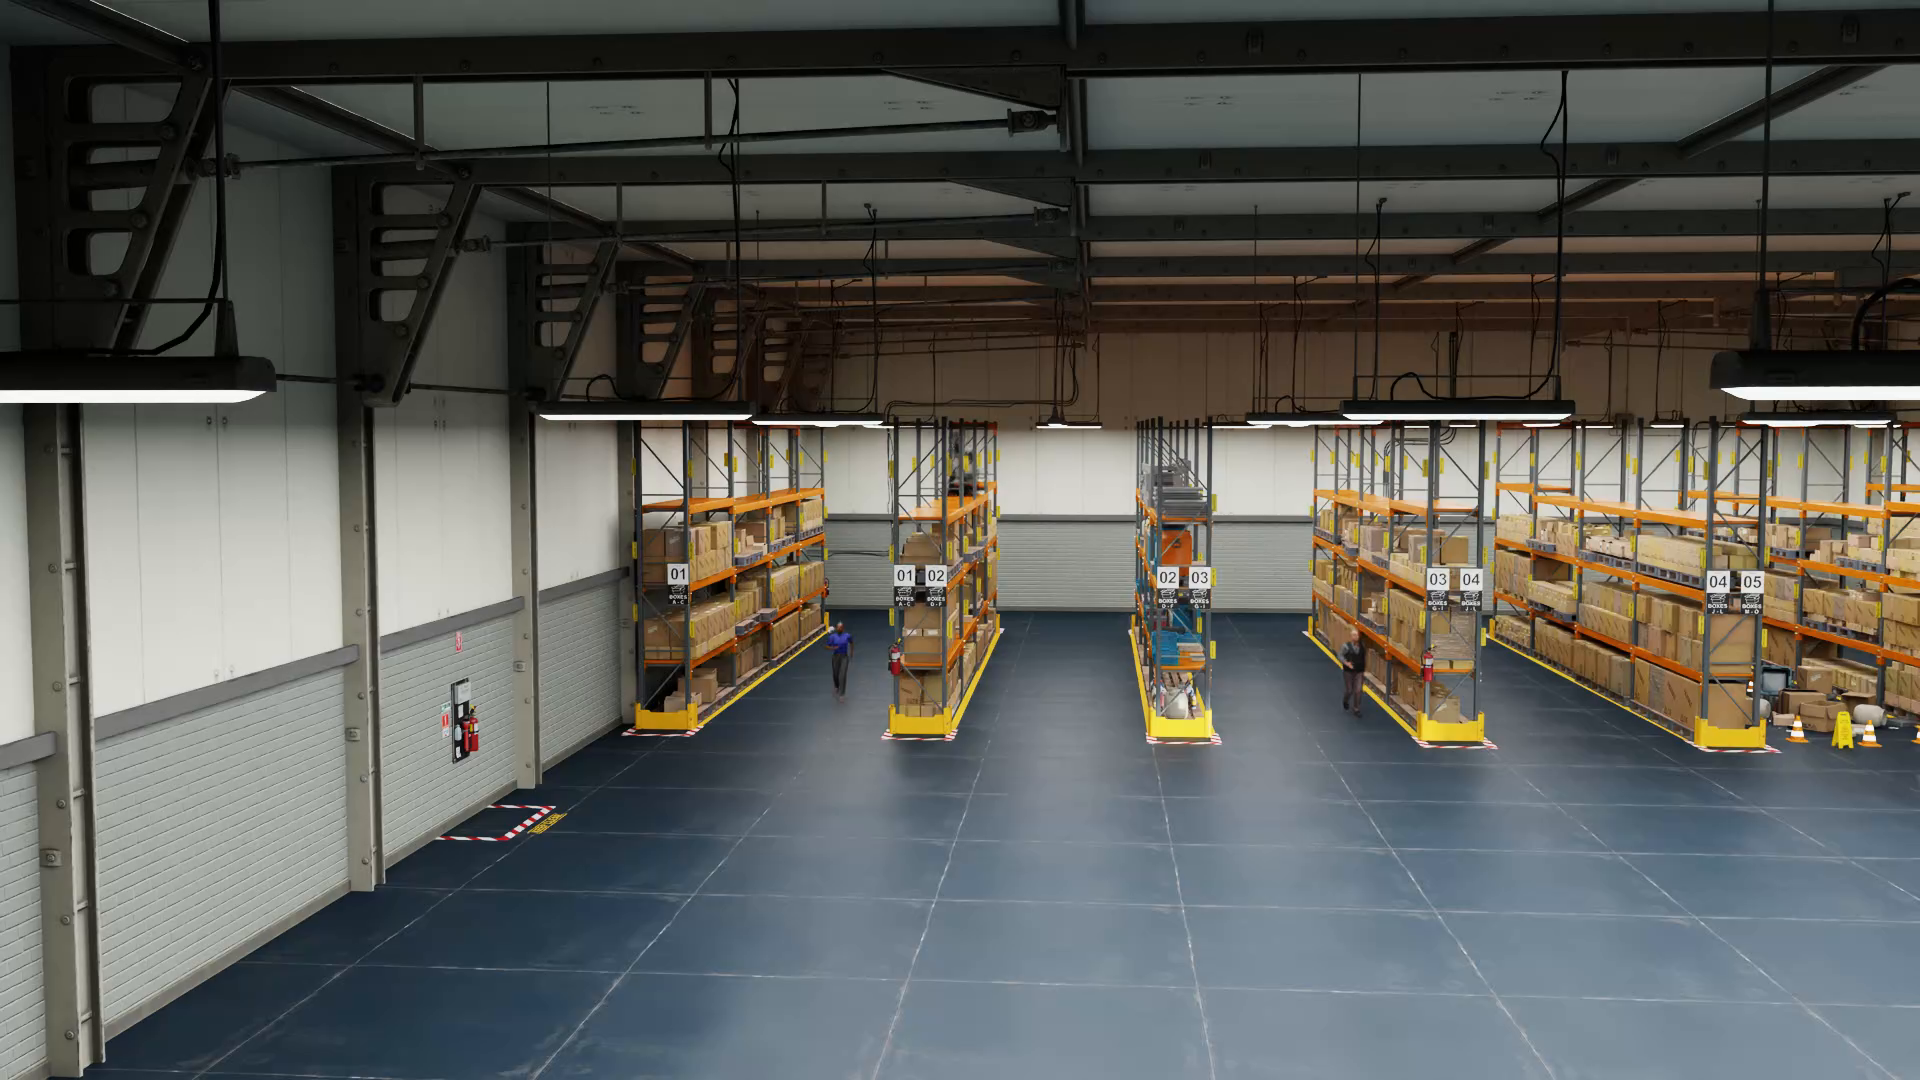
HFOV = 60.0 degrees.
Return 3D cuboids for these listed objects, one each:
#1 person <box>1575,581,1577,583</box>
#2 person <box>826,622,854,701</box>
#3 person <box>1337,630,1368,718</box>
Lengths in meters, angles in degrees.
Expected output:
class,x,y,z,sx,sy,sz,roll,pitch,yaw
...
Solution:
class,x,y,z,sx,sy,sz,roll,pitch,yaw
person,16.752,1.900,45.359,0.711,1.719,0.576,0,4,-5
person,-2.563,2.559,35.492,0.596,1.649,0.898,0,4,-4
person,7.939,2.681,33.578,0.662,1.719,0.867,0,4,-2
